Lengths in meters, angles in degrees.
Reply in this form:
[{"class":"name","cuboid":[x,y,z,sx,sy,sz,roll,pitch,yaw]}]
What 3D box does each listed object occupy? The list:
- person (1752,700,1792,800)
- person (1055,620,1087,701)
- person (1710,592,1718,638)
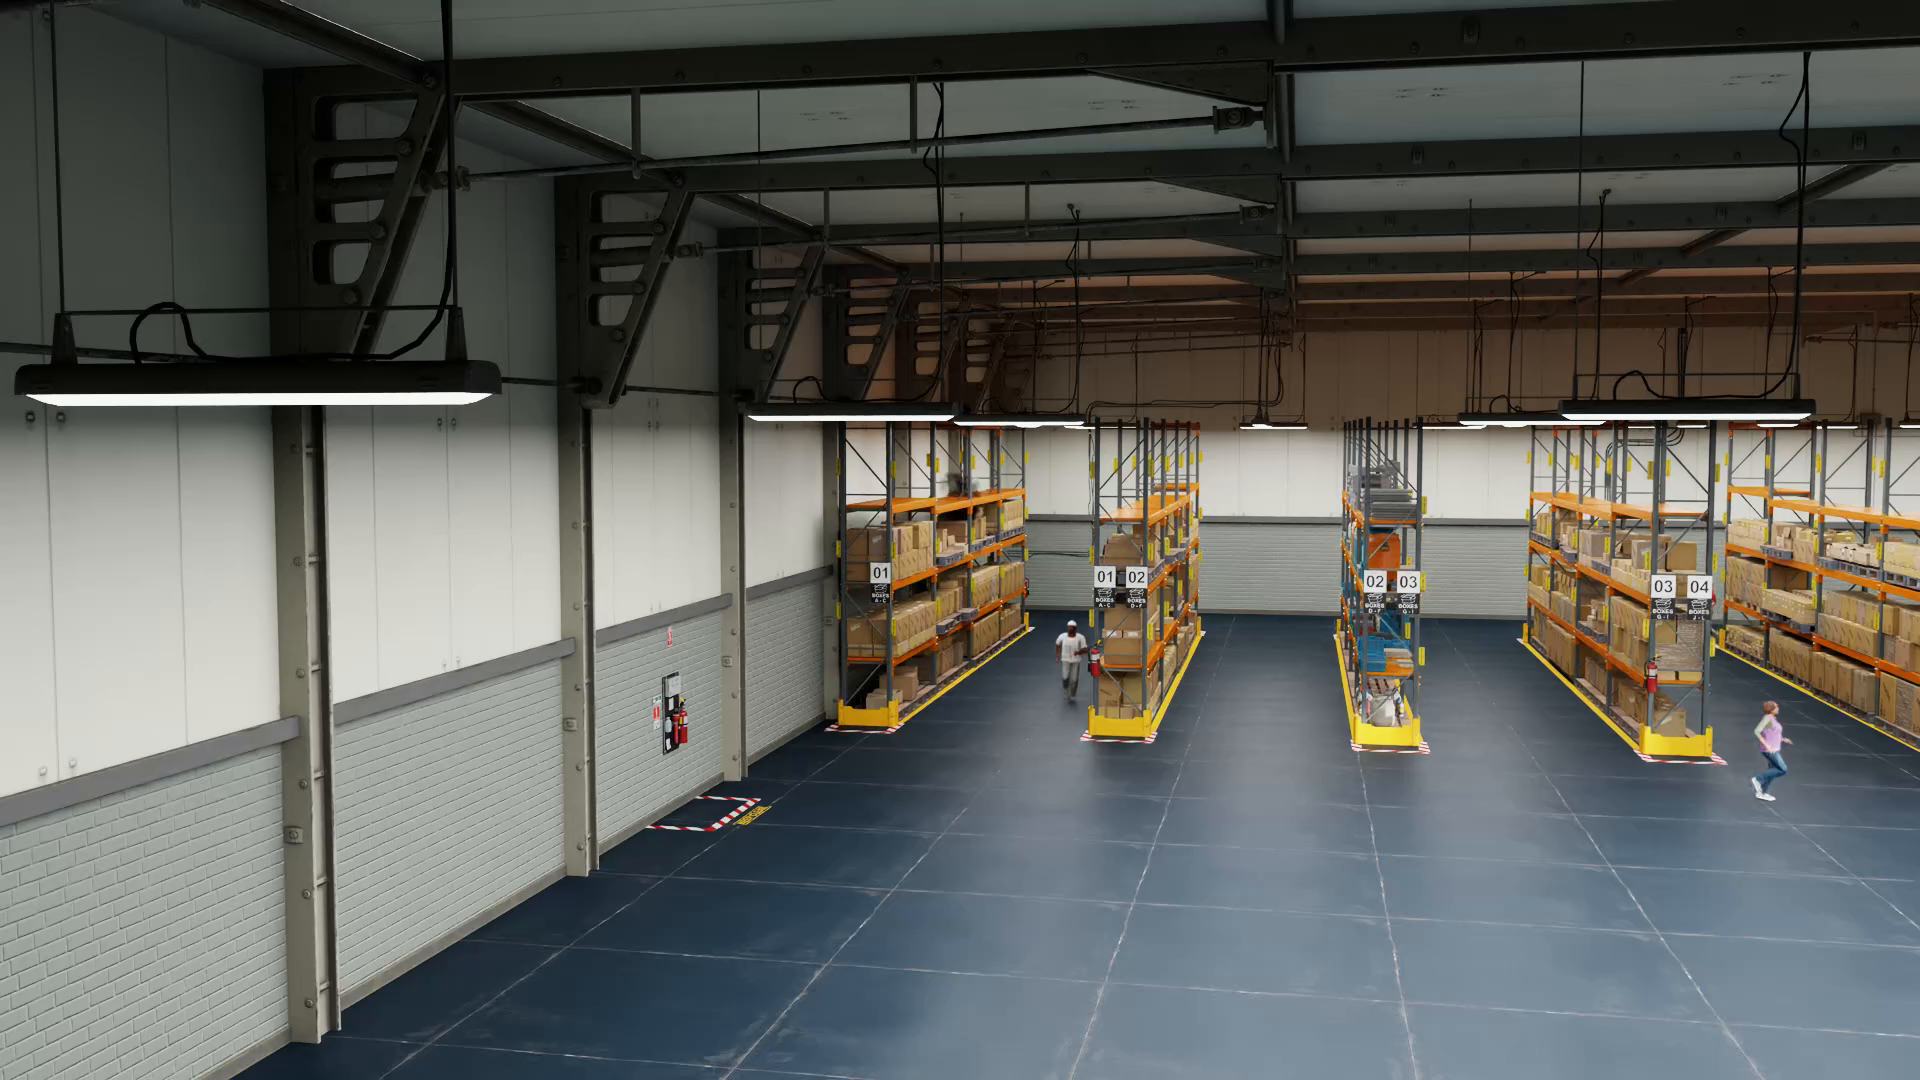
[{"class":"person","cuboid":[12.609,3.265,25.804,0.534,1.550,0.529,3,4,34]},{"class":"person","cuboid":[2.336,2.562,35.136,0.681,1.718,0.634,0,4,6]},{"class":"person","cuboid":[20.225,1.973,45.031,0.744,1.705,0.704,-1,4,-10]}]
